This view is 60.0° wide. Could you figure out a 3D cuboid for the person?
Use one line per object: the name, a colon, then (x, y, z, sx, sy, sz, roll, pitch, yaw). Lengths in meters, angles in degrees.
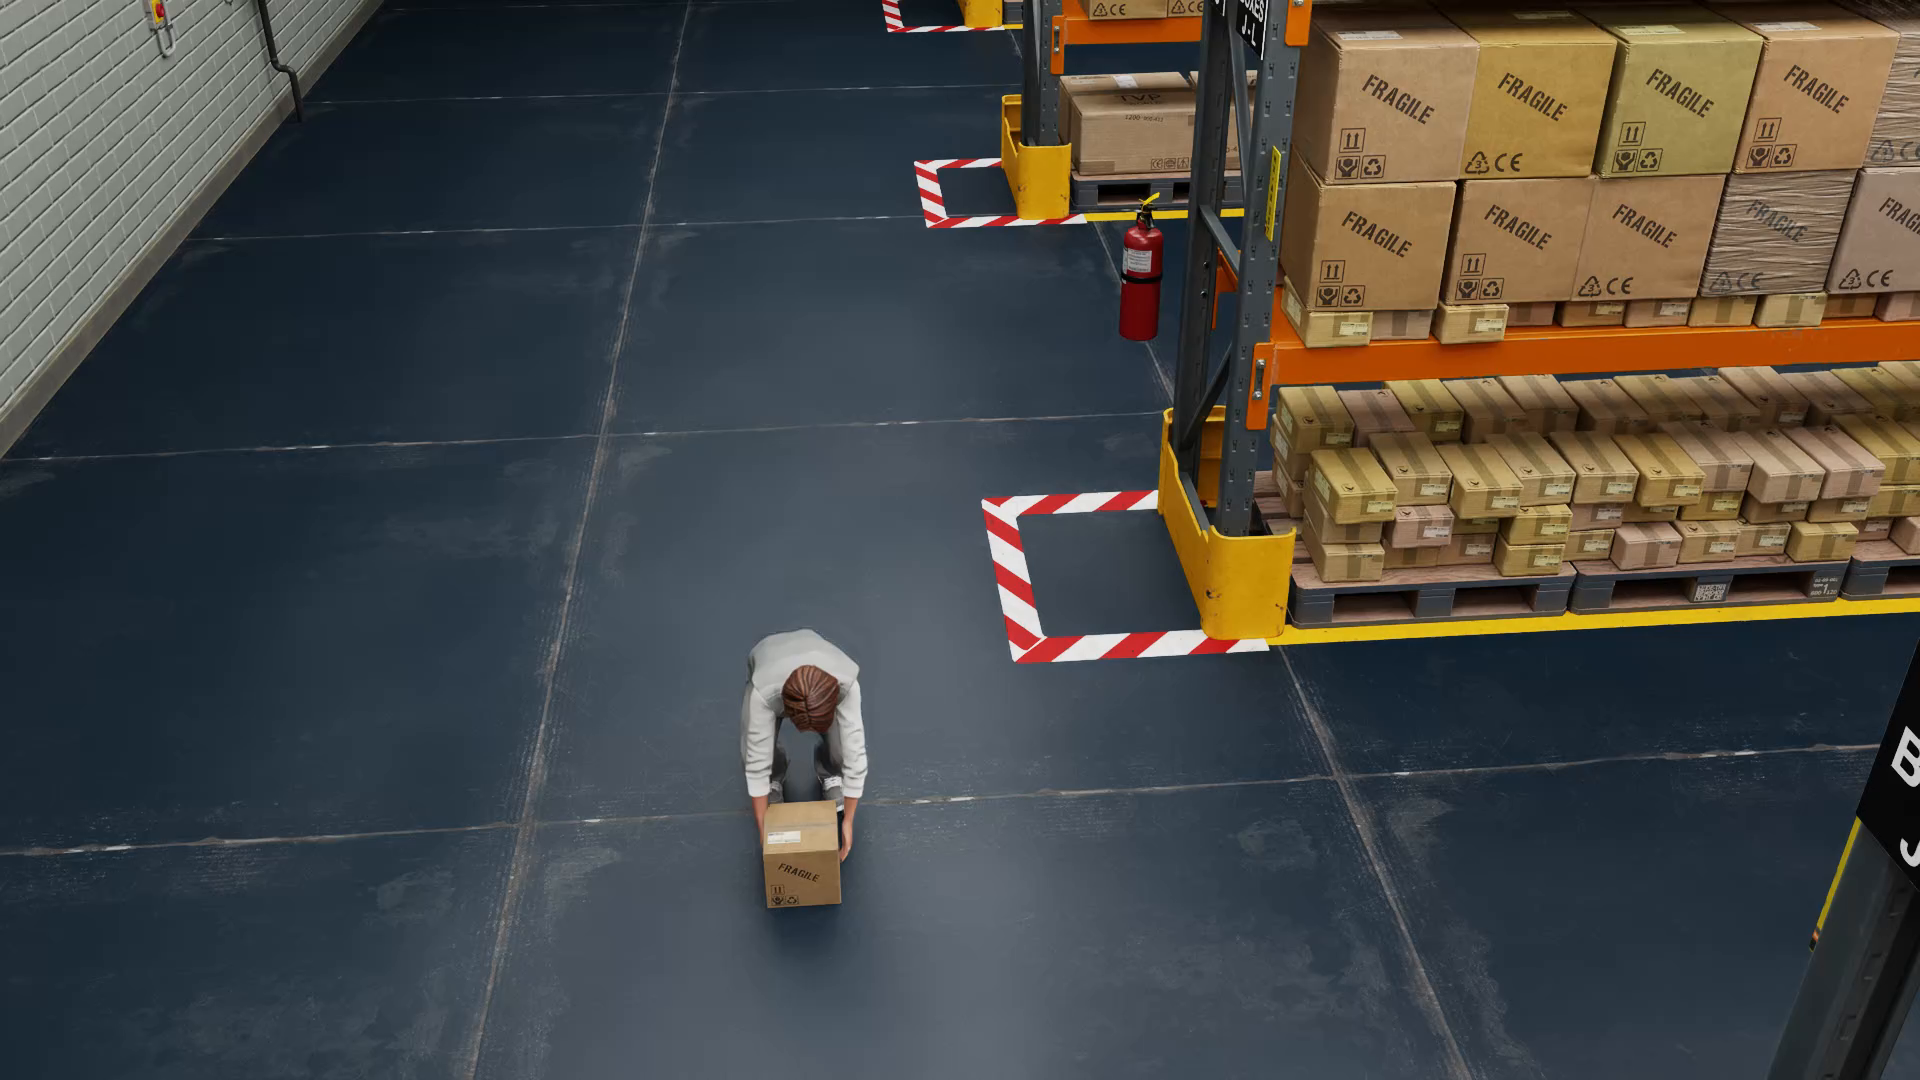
person: (-0.556, 0.641, 5.836, 0.440, 0.829, 0.804, -3, 32, -5)
